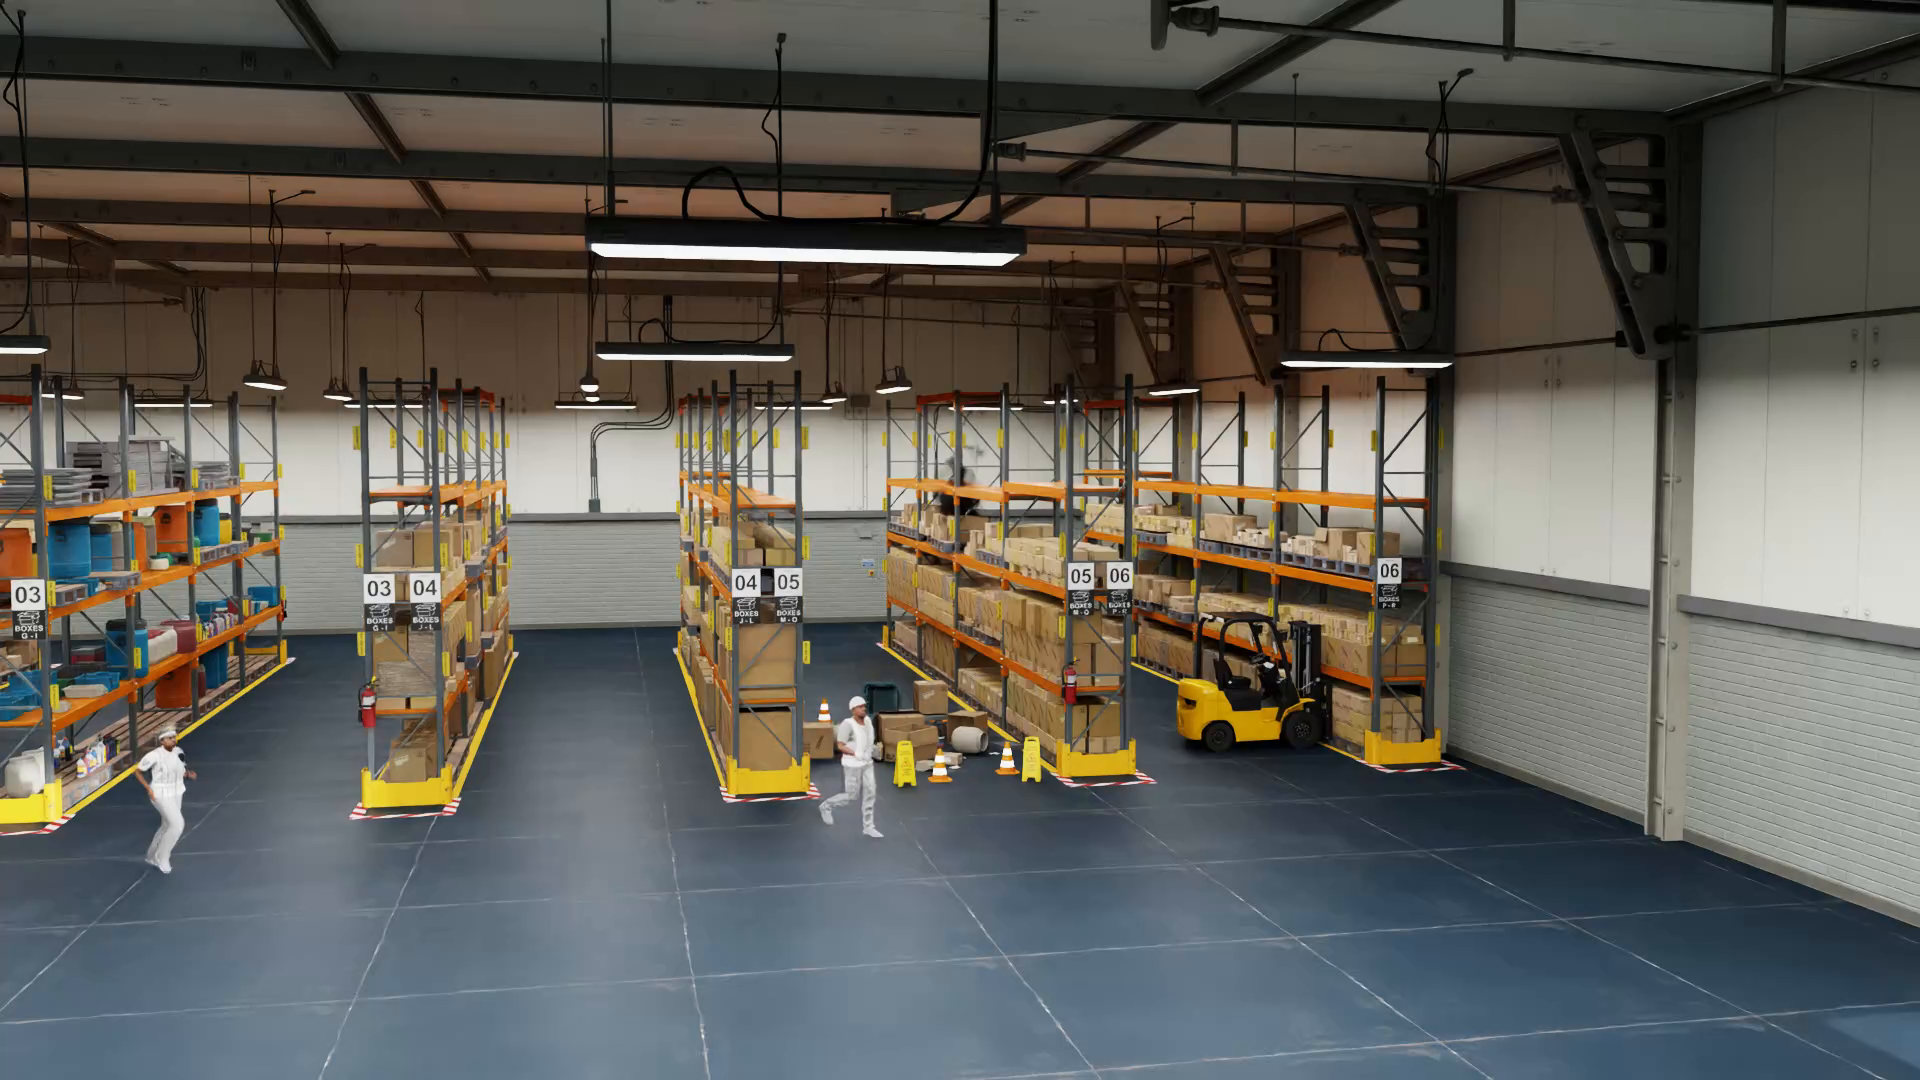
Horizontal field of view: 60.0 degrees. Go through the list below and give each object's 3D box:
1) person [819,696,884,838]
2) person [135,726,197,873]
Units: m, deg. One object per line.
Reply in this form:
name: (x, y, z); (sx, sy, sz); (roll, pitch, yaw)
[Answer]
person: (-1.339, 2.866, 21.150); (0.911, 1.779, 0.691); (2, 4, 36)
person: (-9.230, 3.020, 19.426); (0.693, 1.723, 0.548); (1, 4, 19)
